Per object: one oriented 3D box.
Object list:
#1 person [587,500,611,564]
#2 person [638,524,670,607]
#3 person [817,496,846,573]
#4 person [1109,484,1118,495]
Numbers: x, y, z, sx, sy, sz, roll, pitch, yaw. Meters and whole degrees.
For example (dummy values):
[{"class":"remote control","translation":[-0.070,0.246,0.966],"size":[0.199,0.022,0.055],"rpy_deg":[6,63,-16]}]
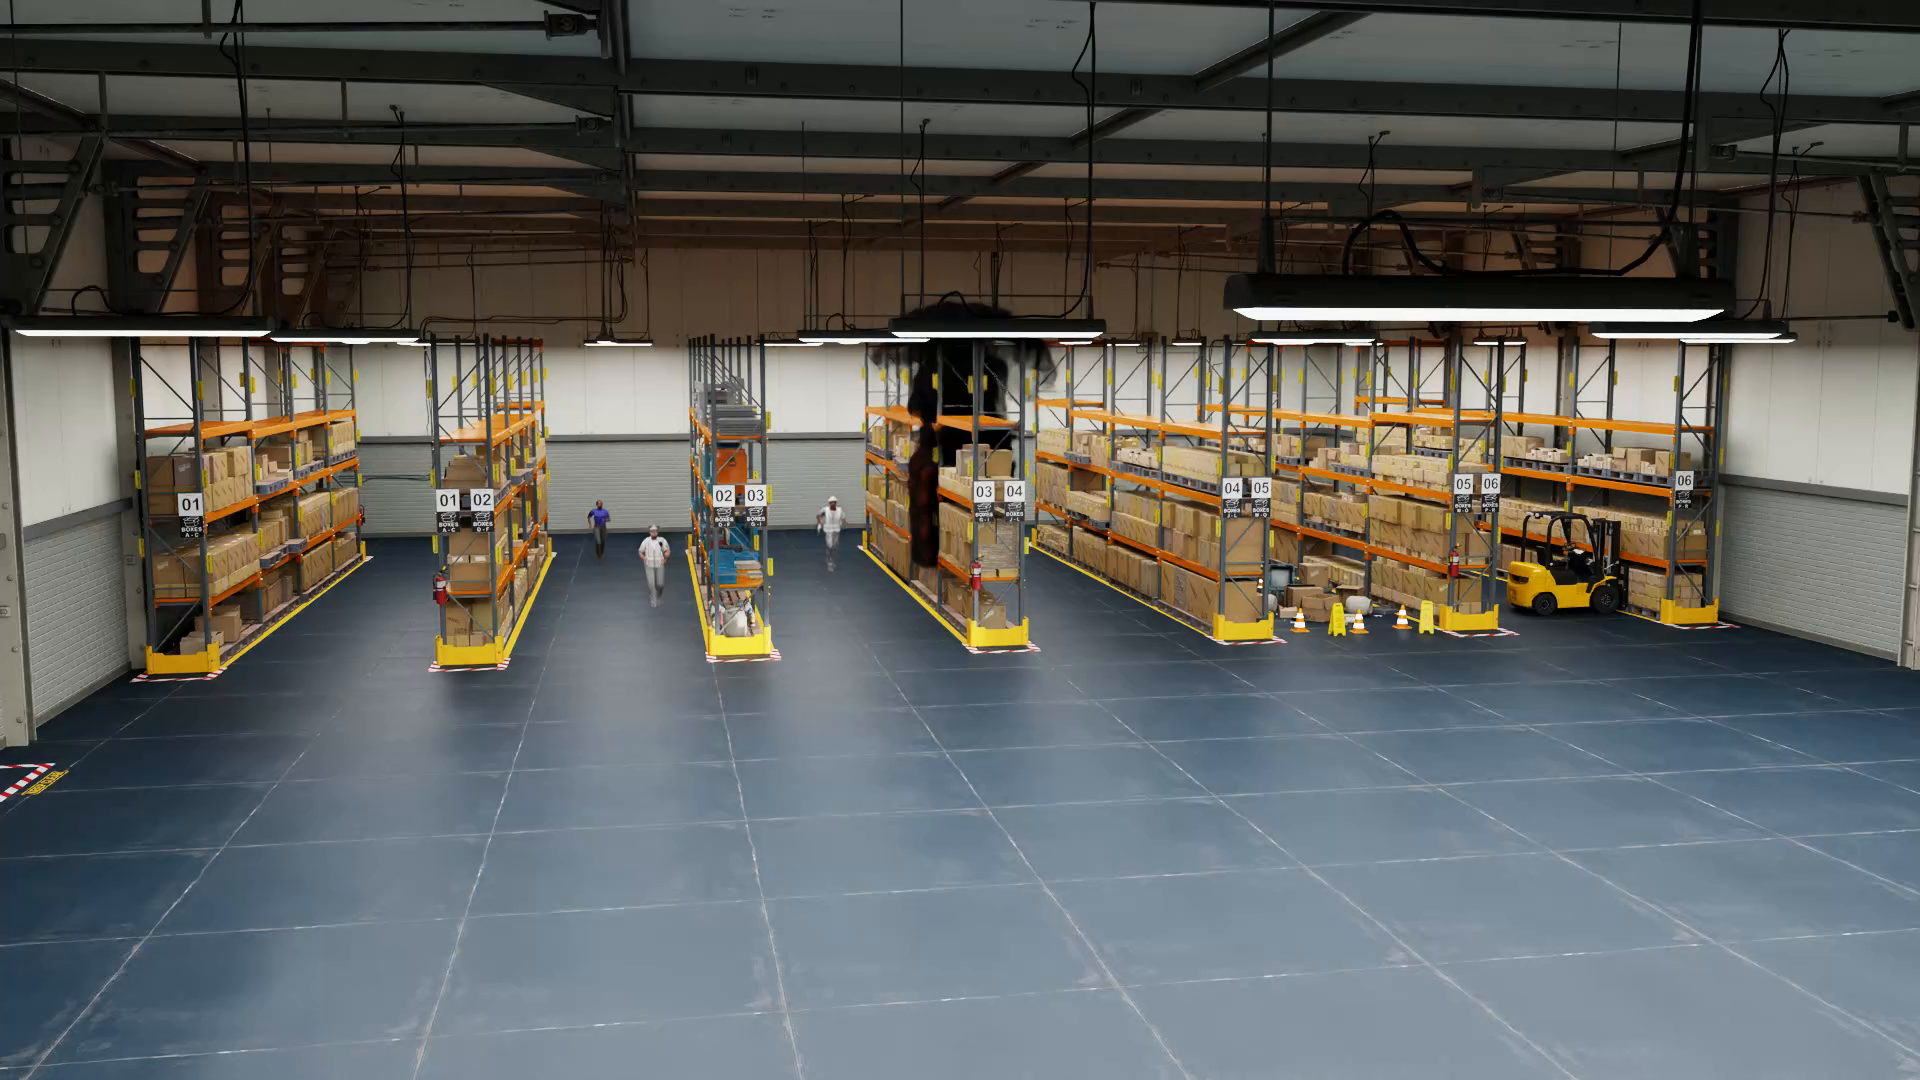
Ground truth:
[{"class":"person","translation":[-9.706,-0.241,44.824],"size":[0.558,1.700,0.816],"rpy_deg":[-3,7,-26]},{"class":"person","translation":[-6.469,0.547,35.219],"size":[0.660,1.773,0.579],"rpy_deg":[-1,7,-11]},{"class":"person","translation":[-3.162,-0.143,41.248],"size":[0.657,1.884,0.811],"rpy_deg":[-3,7,-23]},{"class":"person","translation":[4.664,-0.878,50.437],"size":[0.751,1.761,0.580],"rpy_deg":[0,7,-2]}]
